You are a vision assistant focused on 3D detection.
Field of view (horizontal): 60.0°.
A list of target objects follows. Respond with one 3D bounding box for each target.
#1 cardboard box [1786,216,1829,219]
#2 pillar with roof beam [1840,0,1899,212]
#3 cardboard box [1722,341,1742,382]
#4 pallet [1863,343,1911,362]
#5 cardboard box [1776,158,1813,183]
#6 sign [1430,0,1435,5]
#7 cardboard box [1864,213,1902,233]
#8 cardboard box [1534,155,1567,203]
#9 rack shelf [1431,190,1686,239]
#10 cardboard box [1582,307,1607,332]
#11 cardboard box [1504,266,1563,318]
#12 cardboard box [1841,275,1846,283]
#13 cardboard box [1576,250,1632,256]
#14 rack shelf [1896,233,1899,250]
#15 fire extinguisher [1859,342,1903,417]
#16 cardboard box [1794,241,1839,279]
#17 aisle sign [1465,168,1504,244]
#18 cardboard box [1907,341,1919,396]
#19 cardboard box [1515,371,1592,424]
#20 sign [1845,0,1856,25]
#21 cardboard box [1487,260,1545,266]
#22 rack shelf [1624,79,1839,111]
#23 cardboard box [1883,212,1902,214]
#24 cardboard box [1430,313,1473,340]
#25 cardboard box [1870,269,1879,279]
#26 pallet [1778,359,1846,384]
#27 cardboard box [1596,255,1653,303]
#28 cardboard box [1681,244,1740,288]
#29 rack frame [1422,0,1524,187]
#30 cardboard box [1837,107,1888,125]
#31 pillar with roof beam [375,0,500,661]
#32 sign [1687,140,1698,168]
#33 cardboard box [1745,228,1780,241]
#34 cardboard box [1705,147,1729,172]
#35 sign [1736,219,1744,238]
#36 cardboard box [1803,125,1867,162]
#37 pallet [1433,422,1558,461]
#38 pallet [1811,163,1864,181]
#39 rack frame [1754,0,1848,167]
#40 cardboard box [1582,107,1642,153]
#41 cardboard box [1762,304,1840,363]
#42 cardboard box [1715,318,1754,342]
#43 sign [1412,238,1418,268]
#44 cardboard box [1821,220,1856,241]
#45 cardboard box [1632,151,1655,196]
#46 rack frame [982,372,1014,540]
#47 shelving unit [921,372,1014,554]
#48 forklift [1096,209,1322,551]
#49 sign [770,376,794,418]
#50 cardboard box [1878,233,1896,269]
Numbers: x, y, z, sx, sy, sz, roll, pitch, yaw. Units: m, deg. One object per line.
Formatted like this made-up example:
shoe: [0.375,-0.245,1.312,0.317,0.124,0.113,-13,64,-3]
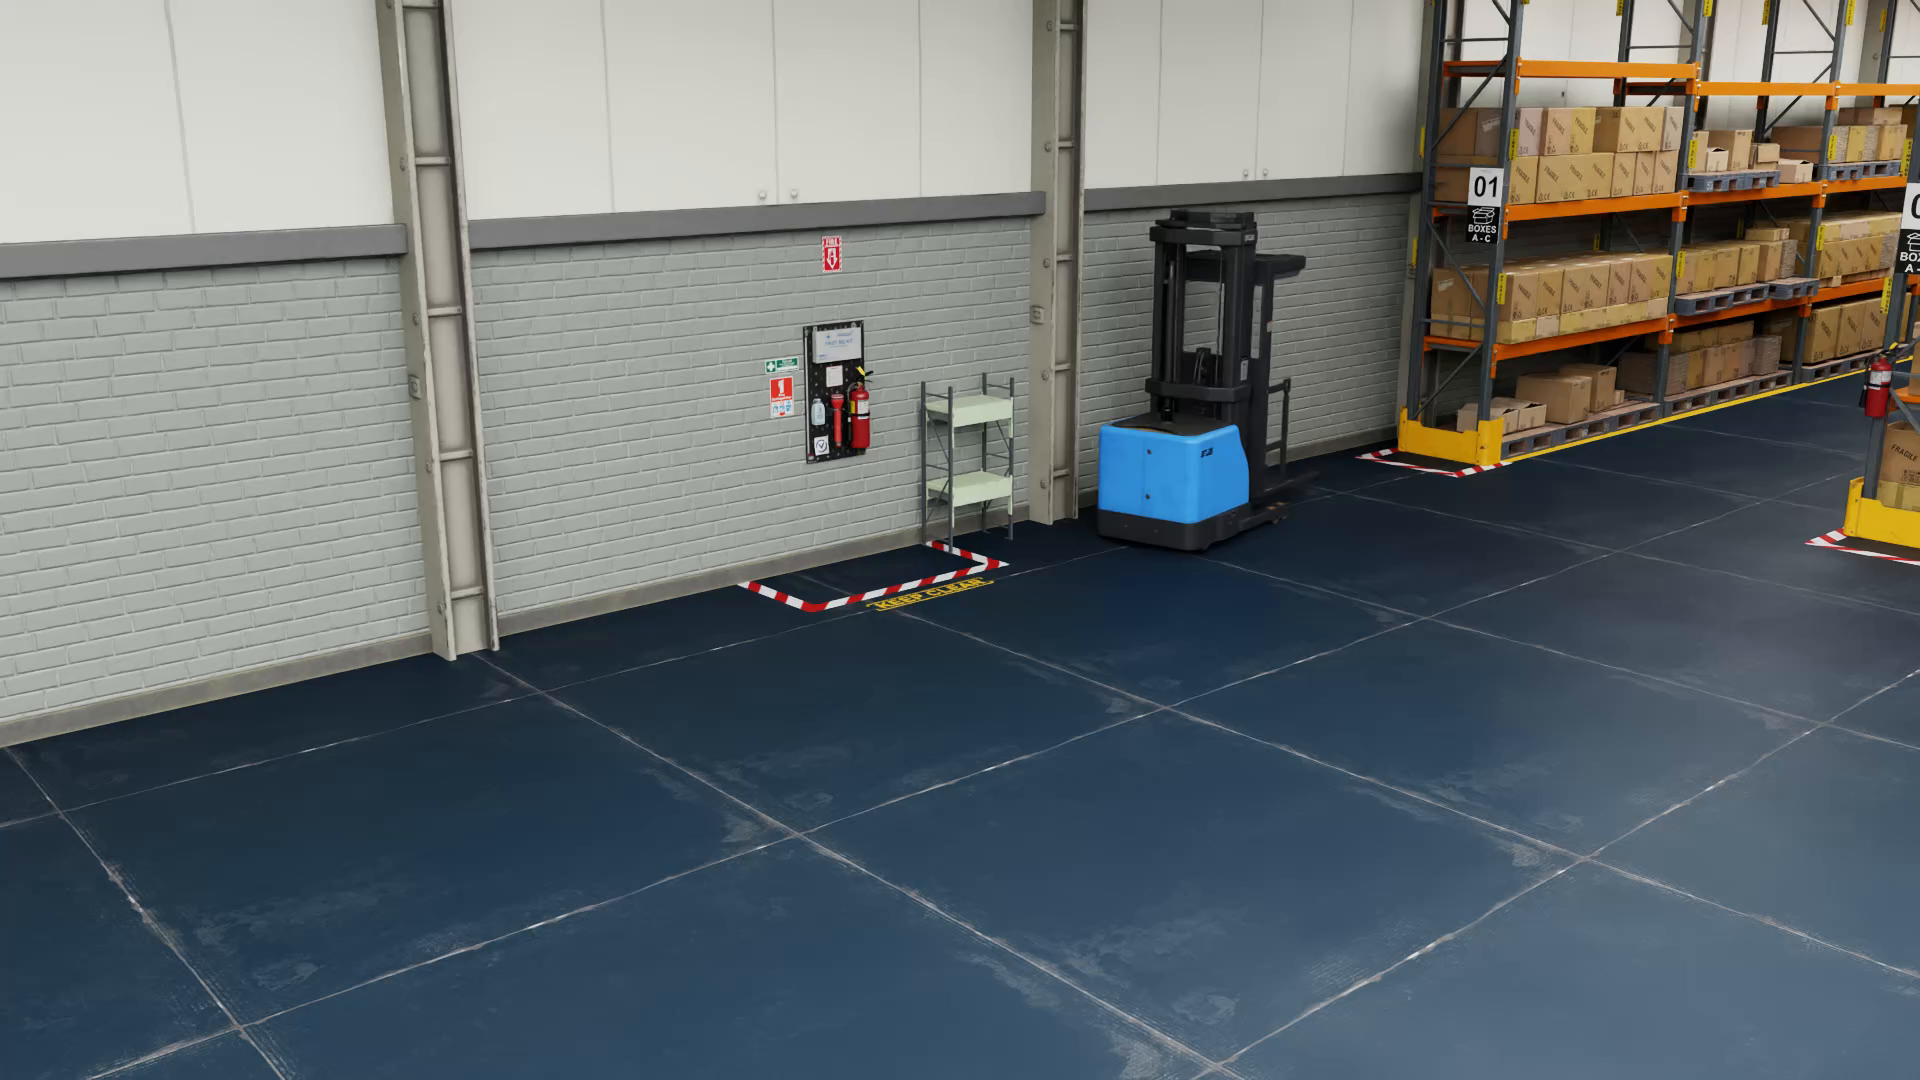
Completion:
cardboard box: [12.448,-4.606,24.420,0.500,0.250,0.500,-13,20,-41]
pillar with roof beam: [17.298,-6.766,23.144,0.400,9.000,9.100,-13,19,-39]
cardboard box: [10.164,-2.460,22.638,0.500,0.500,0.700,-13,20,-40]
pallet: [13.979,-2.927,25.797,1.213,0.211,1.003,-13,19,-39]
cardboard box: [11.128,-4.983,22.413,0.500,0.311,0.500,-13,19,-39]
sign: [5.110,-5.924,17.874,0.005,0.325,0.100,-13,19,-39]
cardboard box: [13.935,-4.769,25.031,0.500,0.250,0.500,-12,19,-38]
cardboard box: [6.304,-3.985,18.313,0.500,0.500,0.500,-11,19,-36]
rack shelf: [6.968,-3.827,19.345,4.000,0.370,1.077,-13,19,-39]
cardboard box: [7.189,-2.605,19.444,0.500,0.250,0.500,-12,19,-39]
cardboard box: [6.396,-2.790,18.681,0.500,0.500,0.500,-13,19,-39]
cardboard box: [12.645,-3.822,24.195,0.250,0.149,0.380,-12,19,-38]
cardboard box: [7.985,-3.324,20.682,0.500,0.500,0.500,-13,20,-41]
rack shelf: [10.222,-2.863,15.737,4.000,0.370,1.077,-13,19,-39]
fire extinguisher: [8.319,-1.456,15.037,0.183,0.674,0.296,-13,19,-39]
cardboard box: [12.028,-3.976,23.513,0.500,0.500,0.500,-12,19,-38]
aisle sign: [5.602,-3.572,17.772,0.004,0.787,0.394,-13,19,-39]
cardboard box: [9.074,-1.547,15.037,0.500,0.500,0.700,-13,19,-39]
cardboard box: [7.056,-1.702,19.801,0.500,0.500,0.700,-14,21,-43]
sign: [11.858,-7.025,22.151,0.005,0.325,0.100,-13,19,-39]
cardboard box: [6.448,-2.979,19.388,0.500,0.500,0.500,-13,20,-41]
rack shelf: [9.985,-5.760,21.547,4.000,0.370,1.077,-13,19,-39]
cardboard box: [14.327,-4.854,25.348,0.500,0.250,0.500,-12,19,-38]
cardboard box: [5.684,-2.440,18.826,0.500,0.250,0.500,-12,19,-39]
cardboard box: [13.455,-3.988,24.817,0.250,0.149,0.380,-13,20,-41]
pallet: [12.138,-2.513,24.250,1.213,0.211,1.003,-13,19,-39]
cardboard box: [7.950,-3.137,19.982,0.500,0.500,0.500,-13,20,-40]
cardboard box: [9.785,-3.615,21.926,0.500,0.500,0.700,-10,18,-32]
rack frame: [5.459,-5.285,17.597,0.127,3.000,1.000,-13,19,-39]
cardboard box: [13.355,-6.272,24.605,0.500,0.250,0.500,-13,20,-41]
pillar with roof beam: [-0.807,-2.701,7.923,0.400,9.000,9.100,-13,19,-39]
sign: [8.838,-4.659,20.064,0.005,0.325,0.100,-13,19,-39]
cardboard box: [11.020,-4.194,22.836,0.380,0.149,0.250,12,19,38]
cardboard box: [9.406,-4.854,21.157,0.500,0.311,0.500,-12,19,-38]
sign: [11.127,-4.408,23.698,0.005,0.325,0.100,-13,19,-39]
cardboard box: [12.613,-5.736,24.053,0.500,0.500,0.700,-11,19,-37]
pallet: [6.152,-1.183,19.269,1.213,0.211,1.003,-13,19,-39]
pallet: [11.945,-5.219,23.529,1.003,0.211,1.213,-12,19,-37]
rack frame: [11.494,-6.640,22.671,0.127,3.000,1.000,-13,19,-39]
cardboard box: [7.483,-4.731,19.167,0.500,0.500,0.500,-14,20,-41]
cardboard box: [12.135,-3.005,24.039,0.750,0.750,0.750,-13,20,-40]
cardboard box: [10.514,-2.892,22.804,0.500,0.250,0.500,-12,19,-38]
sign: [5.110,-3.210,18.598,0.005,0.325,0.100,-13,19,-39]
cardboard box: [12.411,-4.423,23.736,0.500,0.250,0.500,-13,20,-40]
cardboard box: [7.868,-4.354,19.694,0.500,0.500,0.500,14,20,42]
rack frame: [0.345,-0.765,15.207,0.023,1.500,0.400,-13,20,-40]
shelving unit: [0.070,-0.702,14.973,0.755,1.500,0.431,-13,20,-40]
forklift: [2.526,-1.639,15.705,1.130,2.935,3.031,11,18,35]
sign: [-1.481,-1.189,13.821,0.234,0.329,0.001,-13,19,-39]
cardboard box: [13.566,-4.322,24.808,0.500,0.500,0.500,-13,19,-39]
